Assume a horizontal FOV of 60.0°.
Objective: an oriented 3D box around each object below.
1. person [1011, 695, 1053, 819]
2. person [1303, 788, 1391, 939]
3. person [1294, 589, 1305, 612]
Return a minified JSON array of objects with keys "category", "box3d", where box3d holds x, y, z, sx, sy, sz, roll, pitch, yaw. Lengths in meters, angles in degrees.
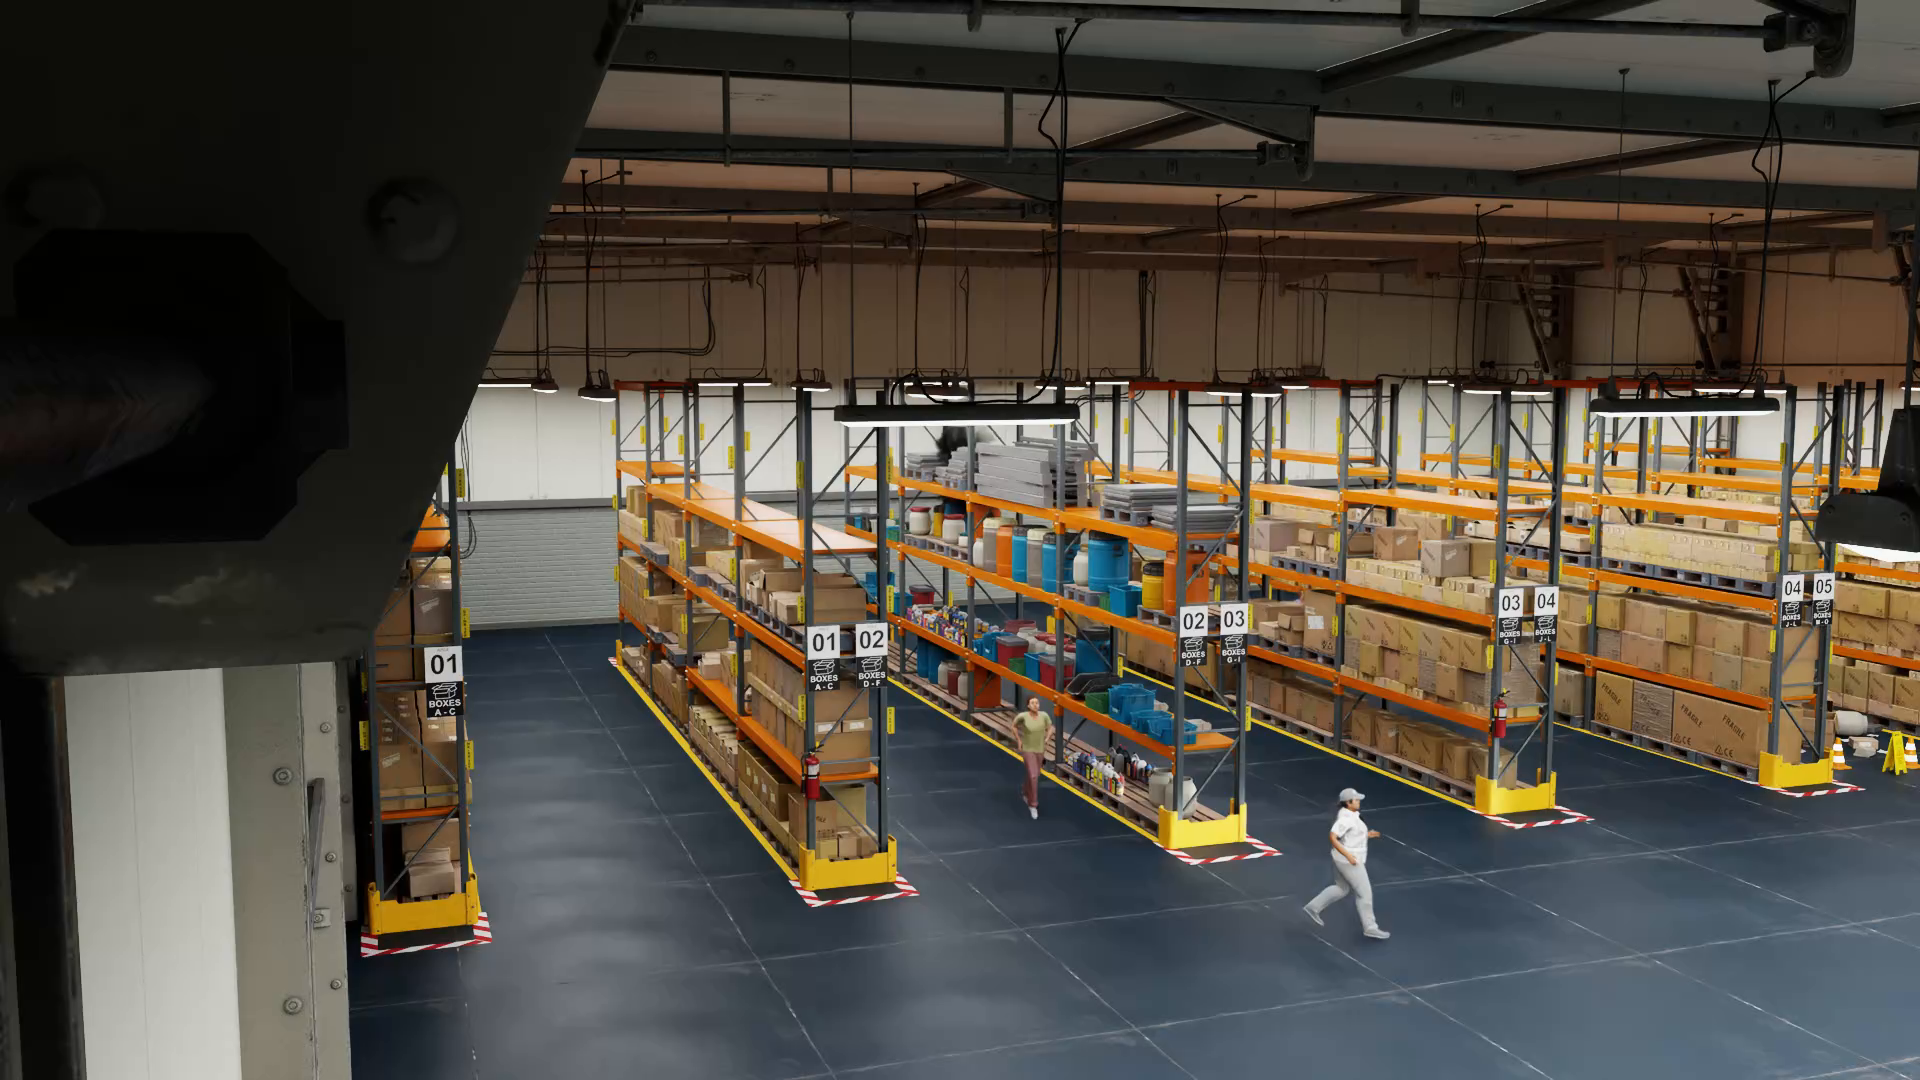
[{"category":"person","box3d":[1.043,3.008,23.538,0.572,1.702,0.805,-2,6,-18]},{"category":"person","box3d":[4.286,3.550,18.362,0.943,1.650,0.608,1,6,7]},{"category":"person","box3d":[7.252,1.831,35.260,0.528,1.560,0.544,-2,6,-21]}]
